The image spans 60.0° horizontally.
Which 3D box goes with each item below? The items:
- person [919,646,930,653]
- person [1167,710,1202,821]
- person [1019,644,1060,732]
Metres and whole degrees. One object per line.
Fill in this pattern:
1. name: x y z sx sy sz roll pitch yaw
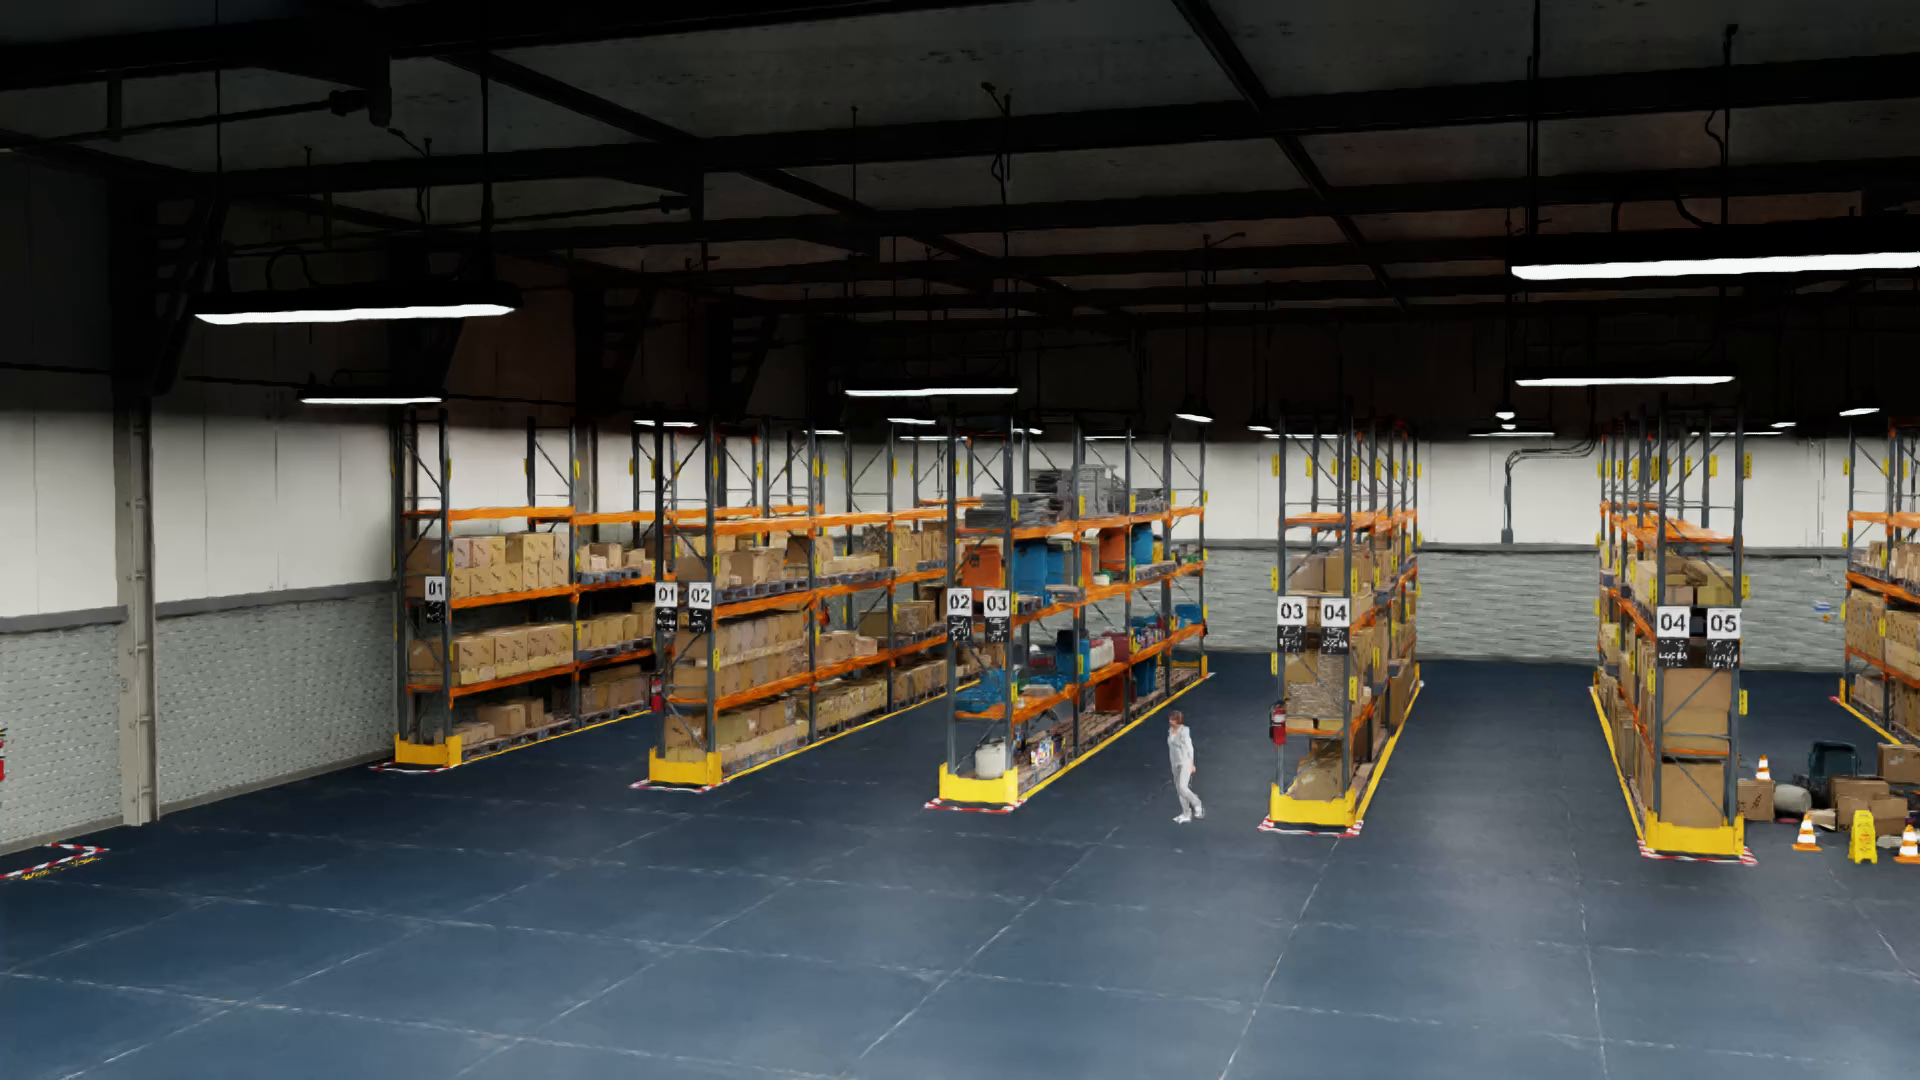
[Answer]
1. person: -0.923 2.357 42.135 0.562 1.657 0.513 -2 3 -42
2. person: 3.194 3.201 23.601 0.476 1.577 0.475 -1 3 -31
3. person: 1.459 2.809 31.087 0.596 1.738 0.995 2 3 39
